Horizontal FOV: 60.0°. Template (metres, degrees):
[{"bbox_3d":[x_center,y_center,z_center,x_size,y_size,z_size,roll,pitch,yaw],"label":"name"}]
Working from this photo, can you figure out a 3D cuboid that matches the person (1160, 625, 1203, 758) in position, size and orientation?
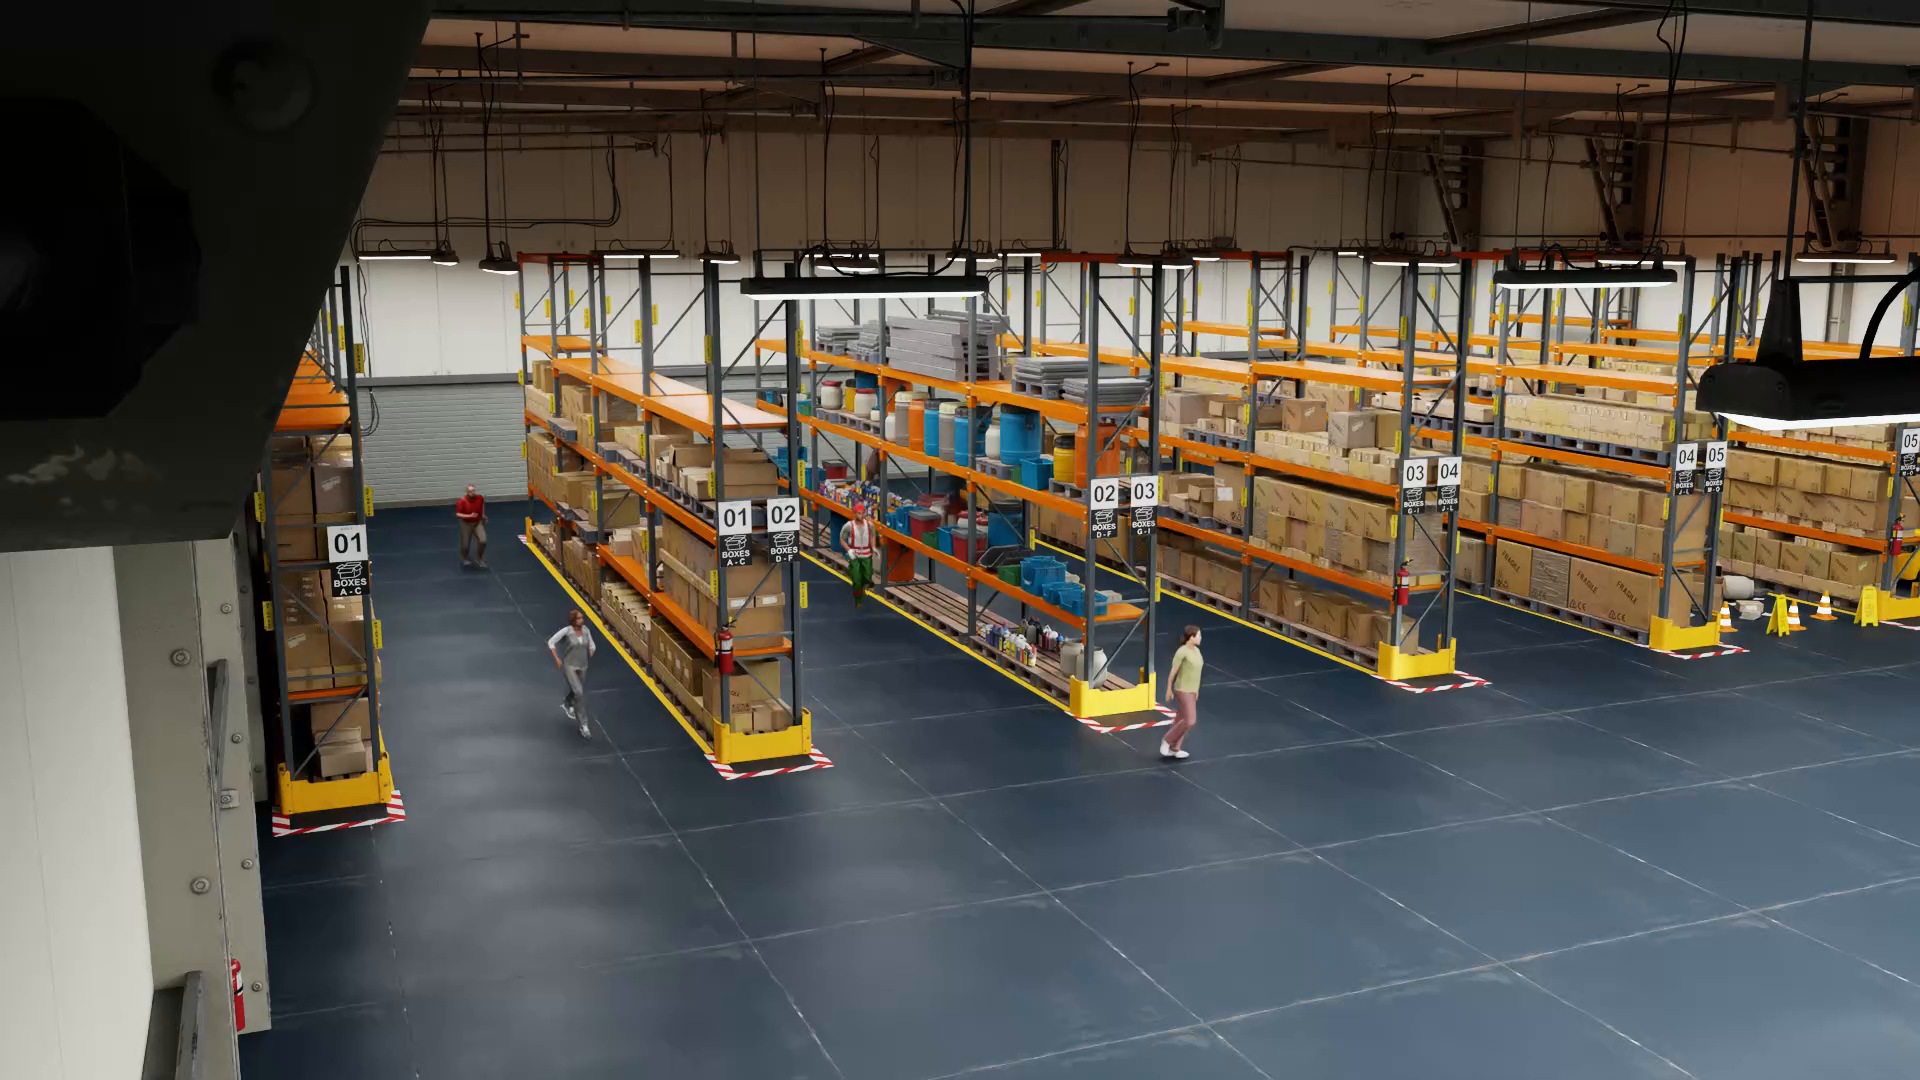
[{"bbox_3d":[2.732,1.837,20.255,0.459,1.621,0.569,7,13,34],"label":"person"}]

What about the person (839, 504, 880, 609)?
[{"bbox_3d":[-1.644,0.262,27.179,0.657,1.738,0.640,-3,11,-18],"label":"person"}]

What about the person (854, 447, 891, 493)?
[{"bbox_3d":[-2.131,-1.762,40.363,1.099,1.628,0.753,-2,11,-9],"label":"person"}]

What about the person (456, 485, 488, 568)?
[{"bbox_3d":[-9.359,-0.259,31.915,0.680,1.663,0.960,-7,13,-35],"label":"person"}]

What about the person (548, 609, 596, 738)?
[{"bbox_3d":[-4.997,1.671,21.452,0.571,1.621,0.869,-9,14,-42],"label":"person"}]
